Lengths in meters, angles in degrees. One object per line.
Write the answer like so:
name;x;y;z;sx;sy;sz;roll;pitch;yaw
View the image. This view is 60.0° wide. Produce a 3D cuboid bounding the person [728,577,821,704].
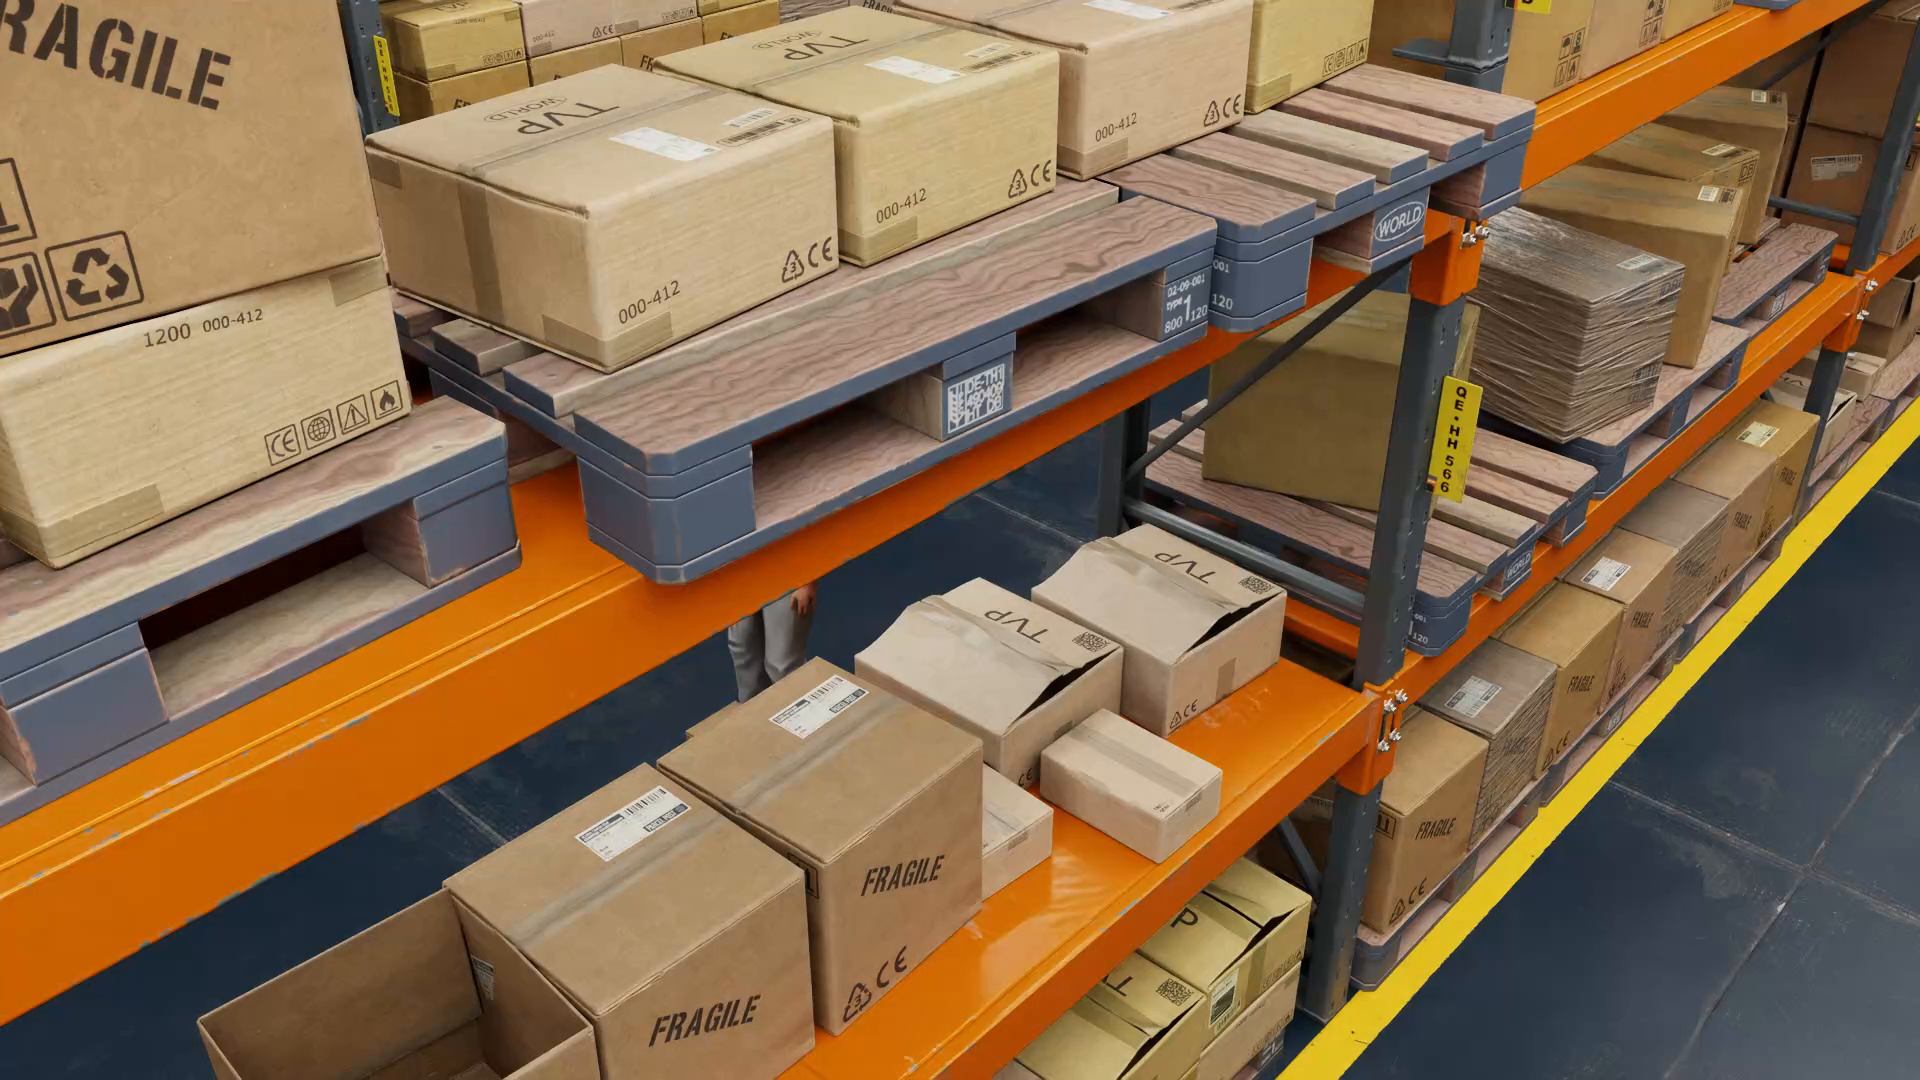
person;-0.696;0.104;5.965;0.489;1.673;0.413;24;39;33
